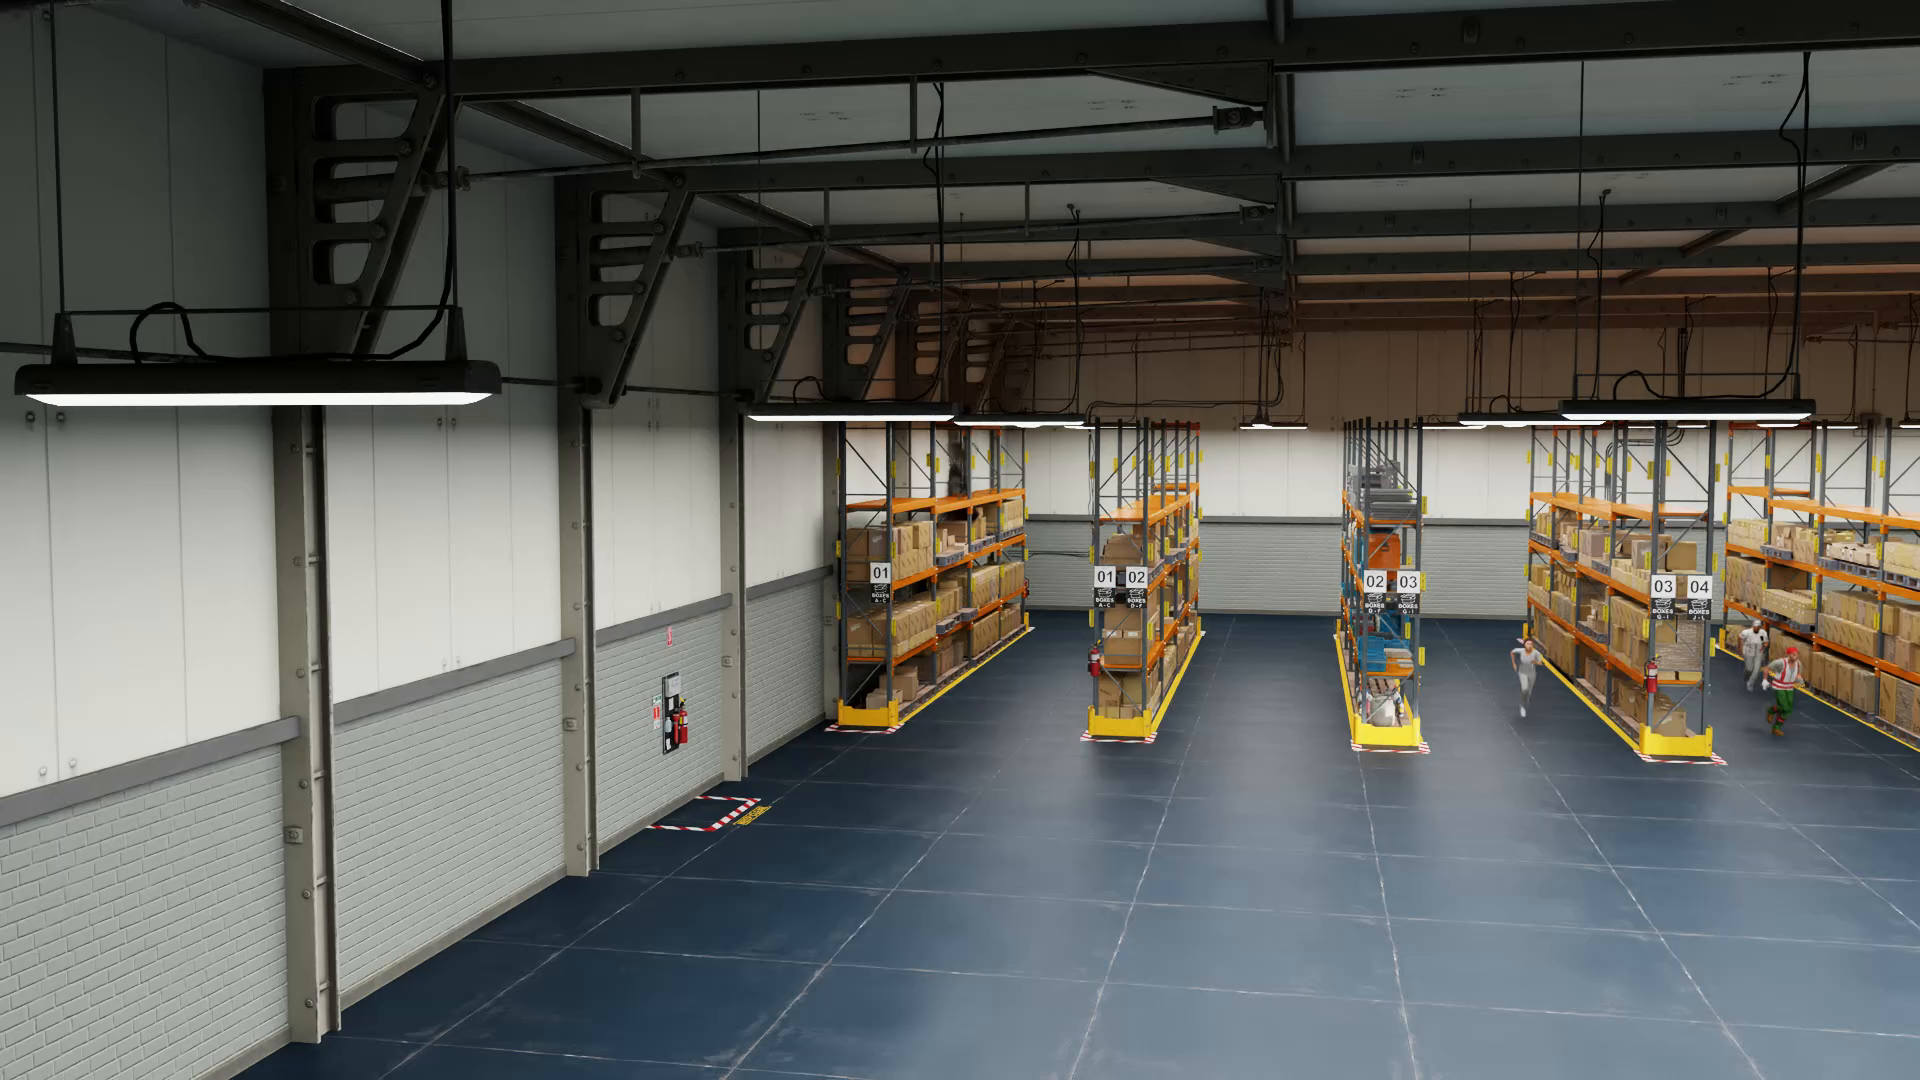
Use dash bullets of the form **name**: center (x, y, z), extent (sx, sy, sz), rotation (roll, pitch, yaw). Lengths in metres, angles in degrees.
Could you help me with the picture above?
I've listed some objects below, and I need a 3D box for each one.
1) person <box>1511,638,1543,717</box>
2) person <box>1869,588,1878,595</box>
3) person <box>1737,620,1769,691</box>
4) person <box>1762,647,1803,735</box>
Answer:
- **person**: center (11.345, 2.733, 33.324), extent (0.556, 1.598, 0.874), rotation (0, 4, 6)
- **person**: center (24.417, 2.009, 44.515), extent (0.660, 1.637, 0.553), rotation (0, 4, 3)
- **person**: center (17.572, 2.557, 36.840), extent (0.596, 1.597, 0.688), rotation (1, 4, 9)
- **person**: center (15.581, 2.842, 31.430), extent (0.652, 1.707, 0.745), rotation (-1, 4, -16)
